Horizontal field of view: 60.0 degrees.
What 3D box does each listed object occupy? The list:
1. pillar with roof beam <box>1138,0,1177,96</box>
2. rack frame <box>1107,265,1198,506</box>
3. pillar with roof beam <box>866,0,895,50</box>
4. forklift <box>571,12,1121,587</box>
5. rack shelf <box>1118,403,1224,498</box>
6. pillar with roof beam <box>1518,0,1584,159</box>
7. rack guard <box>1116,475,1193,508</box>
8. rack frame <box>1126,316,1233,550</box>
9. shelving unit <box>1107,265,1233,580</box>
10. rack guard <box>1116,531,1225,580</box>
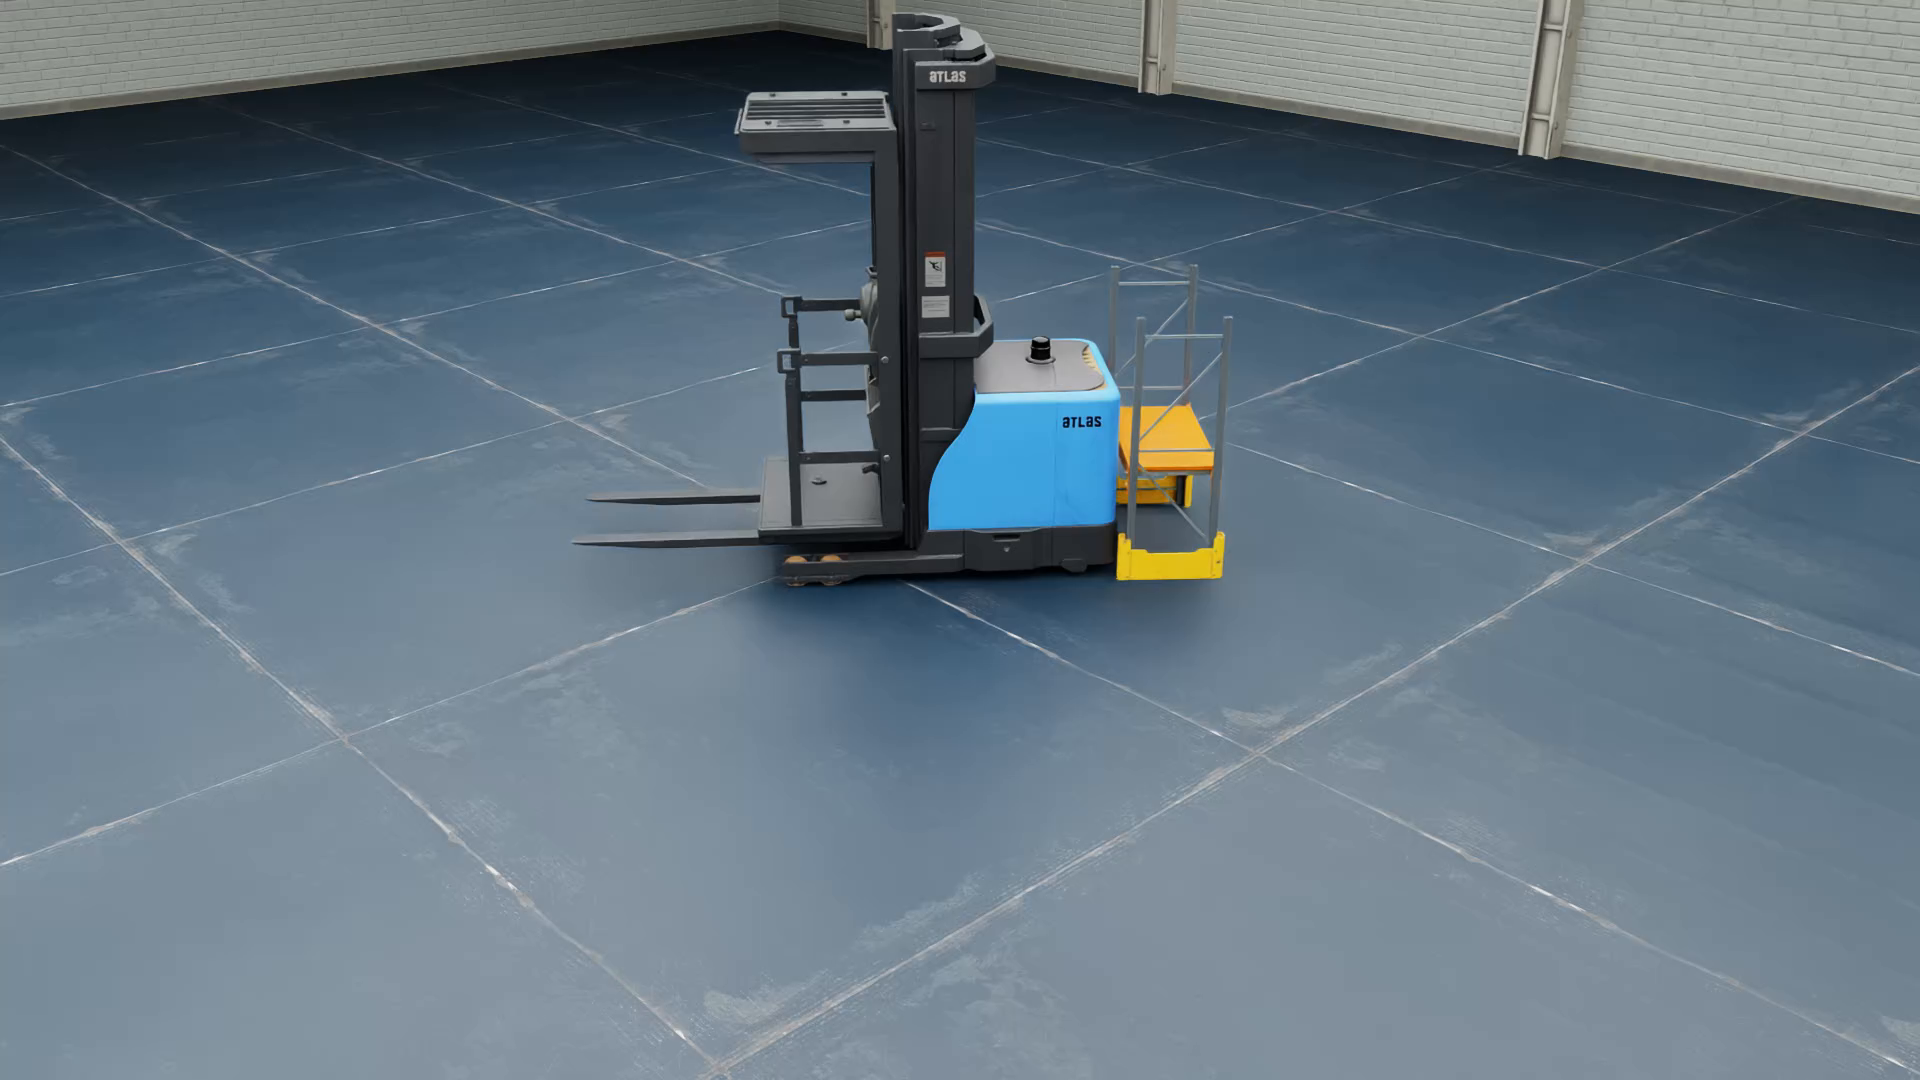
[{"bbox_3d":[-0.351,-9.269,19.227,9.100,9.000,0.400,-21,32,-38],"label":"pillar with roof beam"},{"bbox_3d":[1.123,-0.901,9.917,0.500,1.500,0.032,-1,25,-3],"label":"rack frame"},{"bbox_3d":[-4.452,-11.087,23.211,9.100,9.000,0.400,-21,32,-38],"label":"pillar with roof beam"},{"bbox_3d":[-0.663,-1.302,9.073,3.031,2.935,1.130,-2,25,-4],"label":"forklift"},{"bbox_3d":[1.147,-0.527,9.530,0.538,0.185,1.000,-1,25,-3],"label":"rack shelf"},{"bbox_3d":[3.750,-7.452,15.242,9.100,9.000,0.400,-21,32,-38],"label":"pillar with roof beam"},{"bbox_3d":[1.122,-0.325,10.159,0.587,0.250,0.087,-1,25,-3],"label":"rack guard"},{"bbox_3d":[1.172,-0.480,8.993,0.500,1.500,0.032,-1,25,-3],"label":"rack frame"},{"bbox_3d":[1.147,-0.687,9.447,0.587,1.500,1.083,-1,25,-3],"label":"shelving unit"},{"bbox_3d":[1.170,0.088,9.254,0.587,0.250,0.087,-1,25,-3],"label":"rack guard"}]
